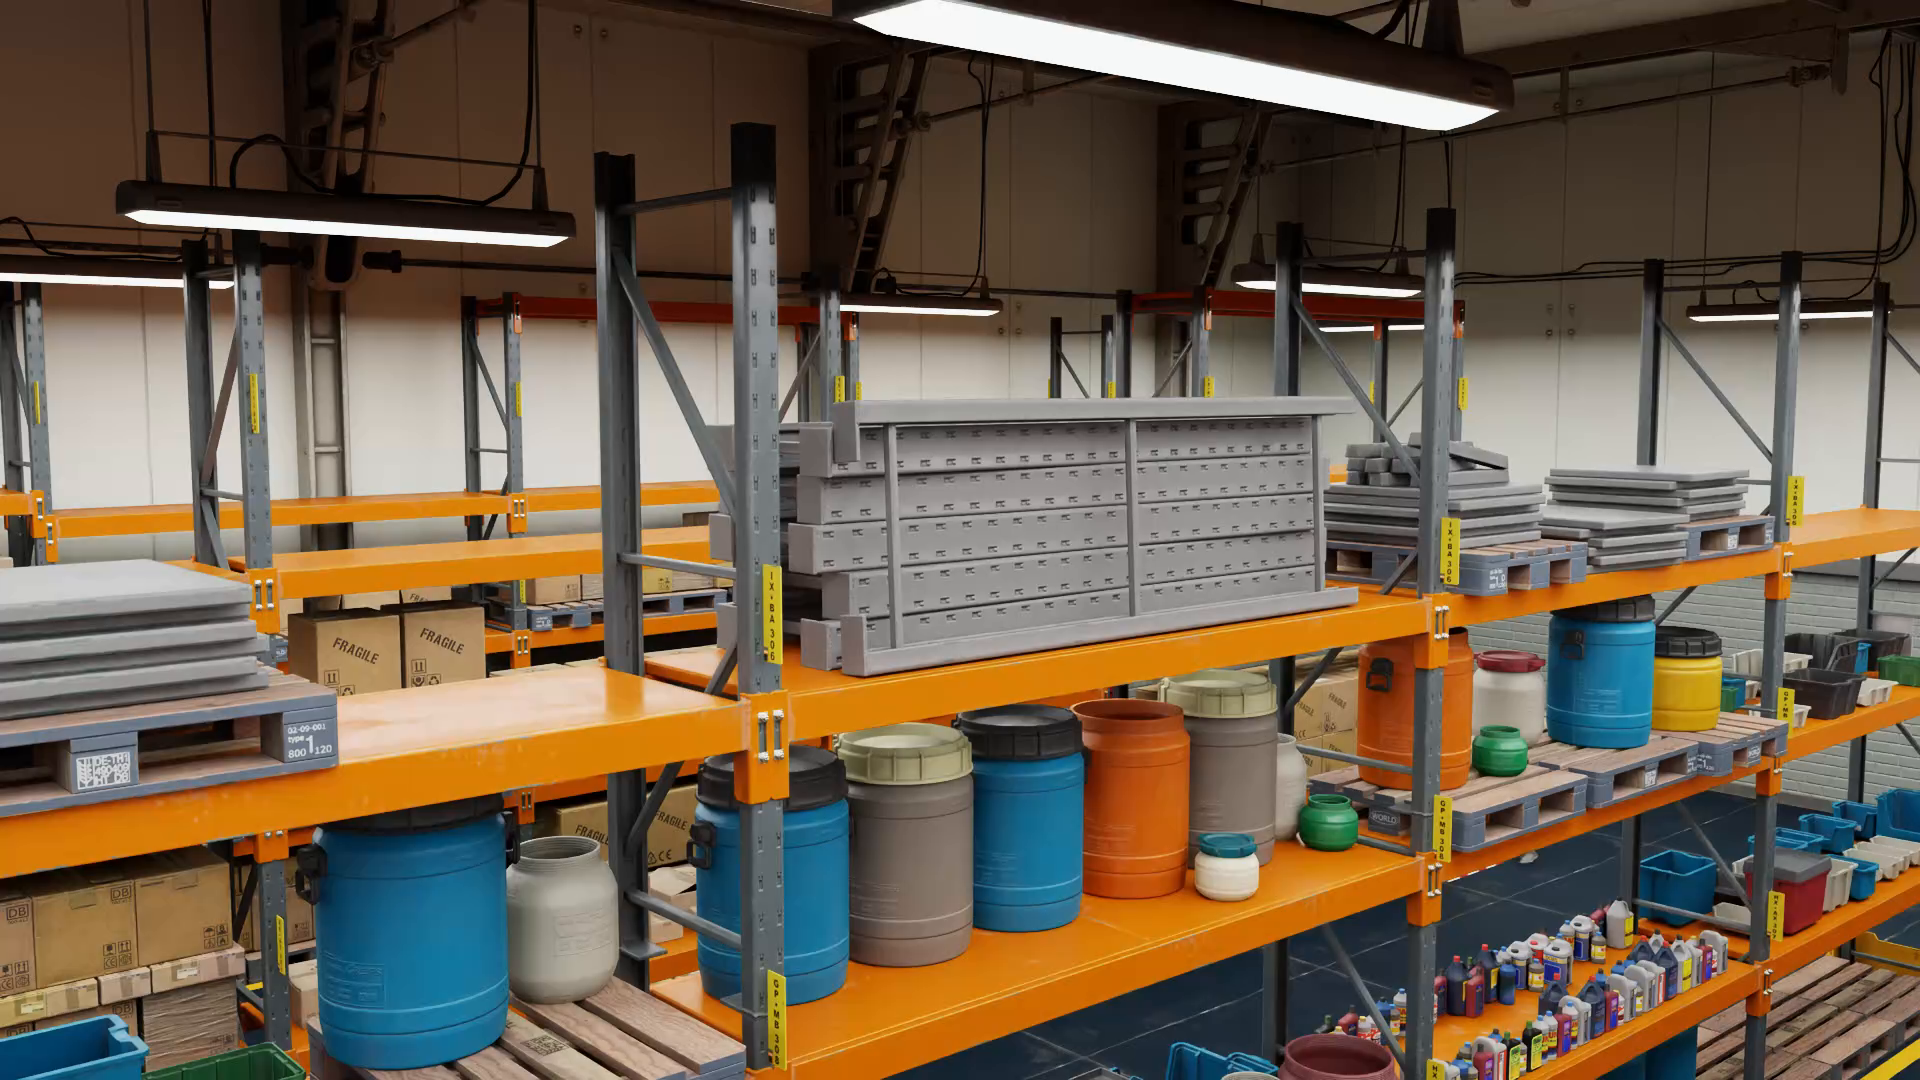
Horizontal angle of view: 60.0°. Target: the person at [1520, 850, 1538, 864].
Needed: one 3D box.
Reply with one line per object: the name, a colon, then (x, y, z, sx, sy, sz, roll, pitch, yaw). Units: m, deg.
person: (6.157, 2.720, 17.879, 0.641, 1.537, 0.756, 3, 6, 28)
